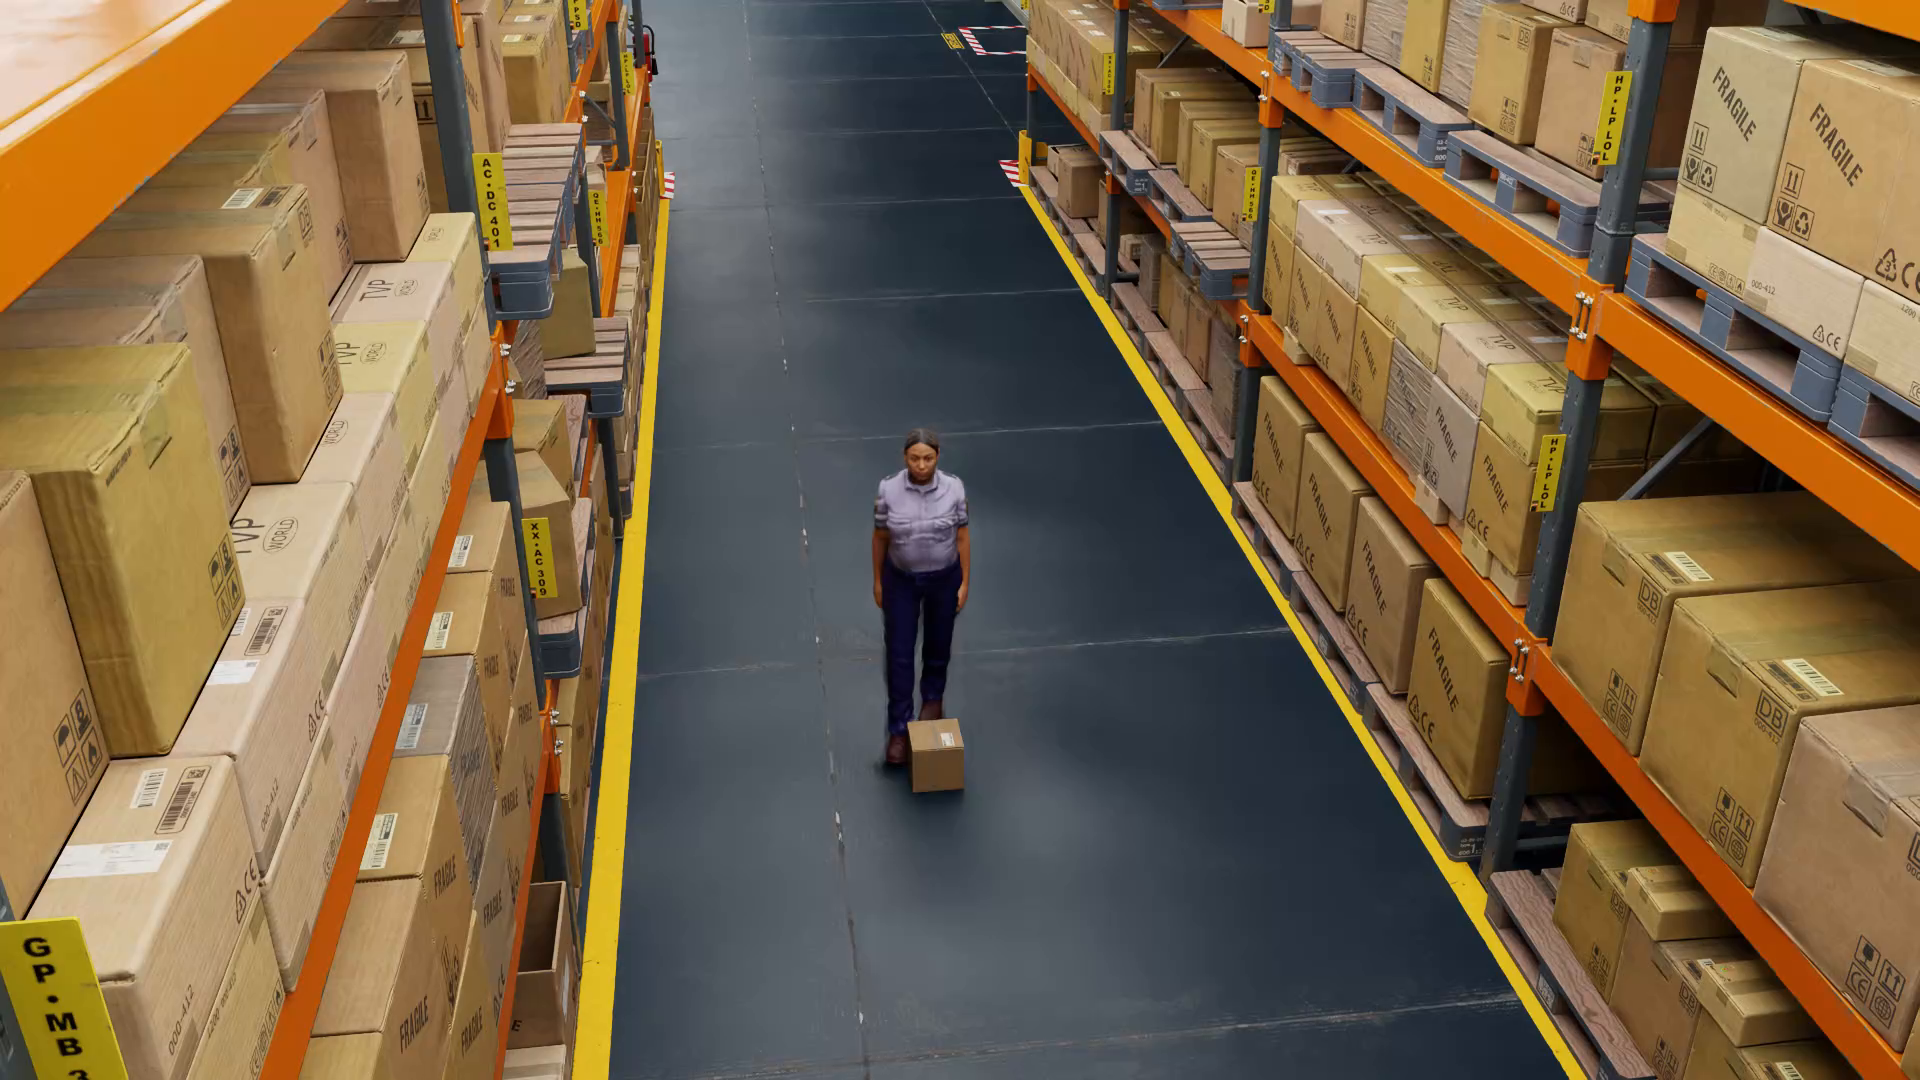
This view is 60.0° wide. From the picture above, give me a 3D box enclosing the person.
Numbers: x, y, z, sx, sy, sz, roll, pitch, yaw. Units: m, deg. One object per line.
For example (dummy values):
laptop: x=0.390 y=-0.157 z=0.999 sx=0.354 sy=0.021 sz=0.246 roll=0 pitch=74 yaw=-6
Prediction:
person: x=-0.172 y=0.262 z=8.117 sx=0.477 sy=1.635 sz=0.658 roll=-4 pitch=28 yaw=-7
